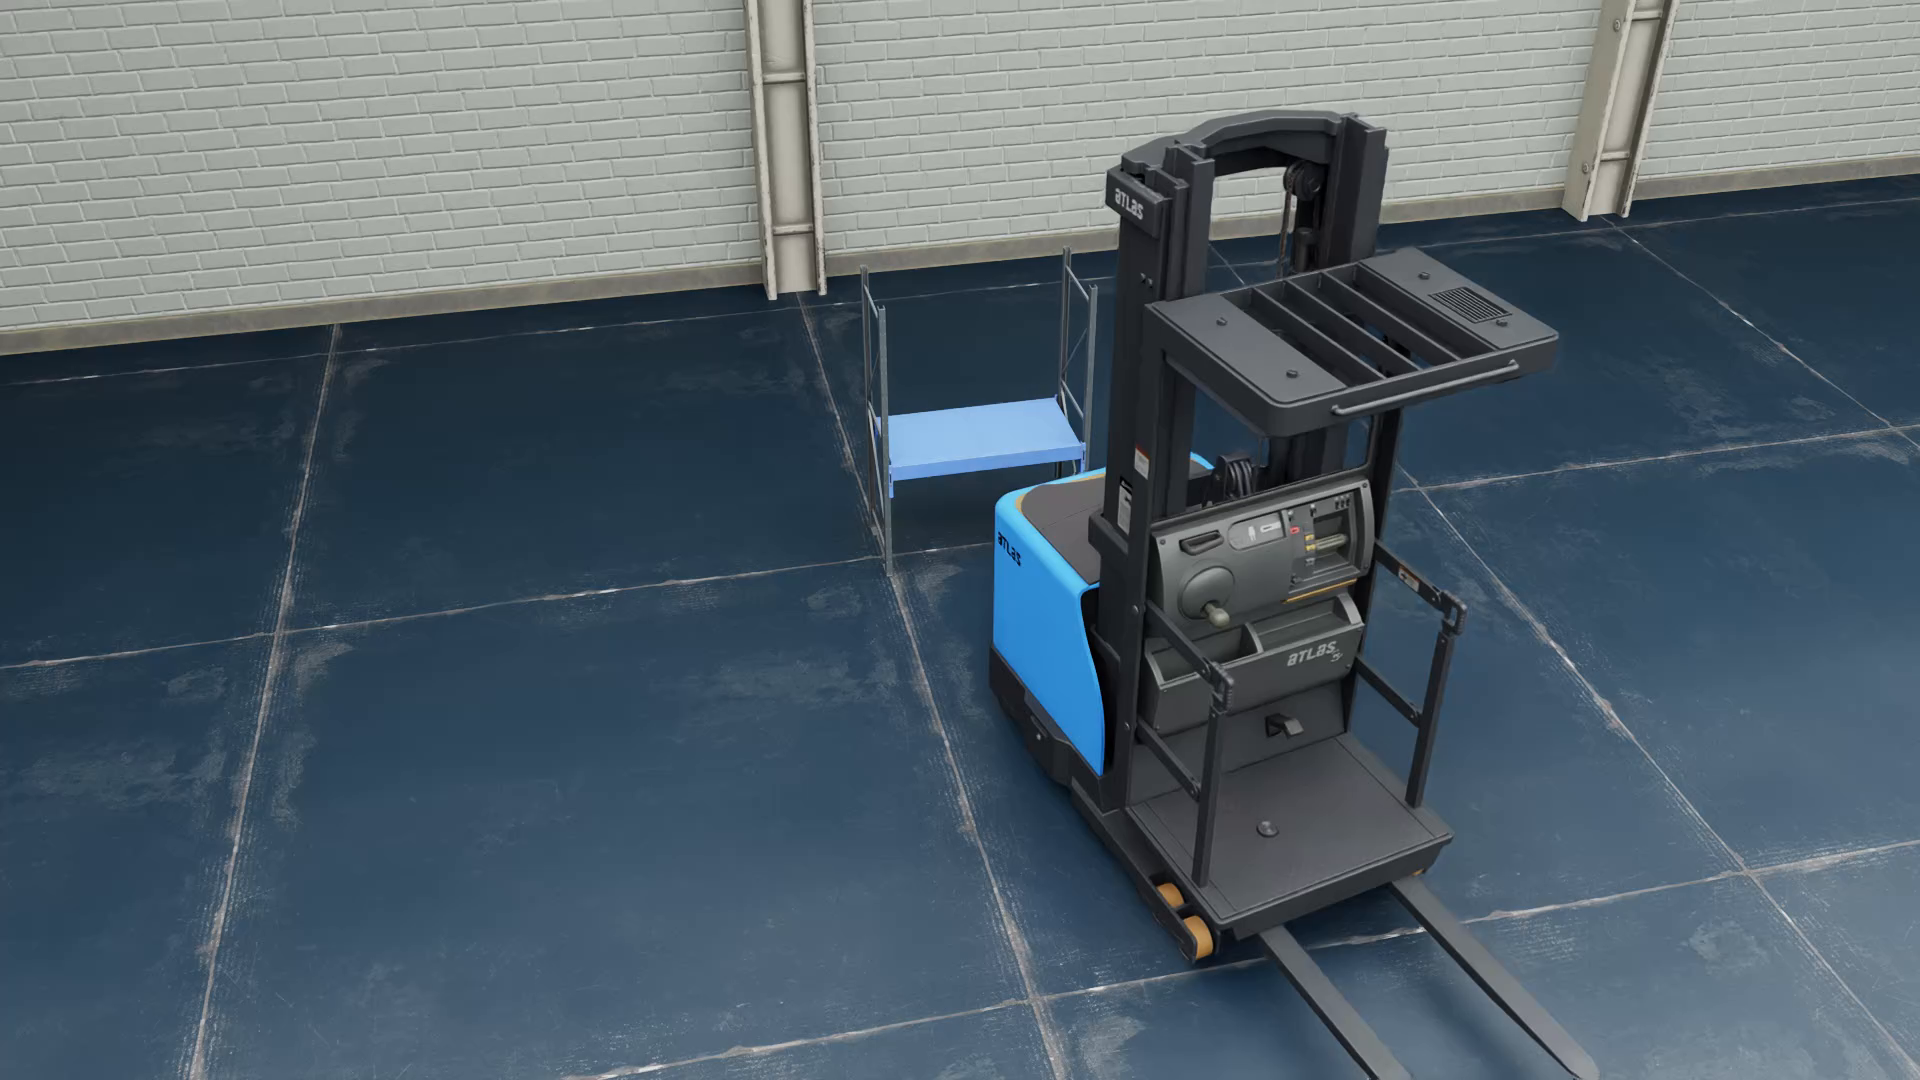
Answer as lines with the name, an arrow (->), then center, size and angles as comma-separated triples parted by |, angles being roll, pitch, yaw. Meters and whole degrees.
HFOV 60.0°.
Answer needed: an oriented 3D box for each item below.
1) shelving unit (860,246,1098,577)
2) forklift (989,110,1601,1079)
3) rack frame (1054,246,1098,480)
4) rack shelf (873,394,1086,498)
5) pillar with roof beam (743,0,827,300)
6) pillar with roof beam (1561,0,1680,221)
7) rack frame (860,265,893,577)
shelving unit -> 0.083, -0.633, 8.348 | 1.048, 1.500, 0.538 | -7, 35, -11
forklift -> 1.223, 0.107, 5.960 | 1.130, 2.935, 3.031 | -15, 37, -21
rack frame -> 0.579, -0.696, 8.441 | 0.032, 1.500, 0.500 | -7, 35, -11
rack shelf -> 0.083, -0.484, 8.448 | 1.000, 0.185, 0.538 | -7, 35, -11
pillar with roof beam -> -0.174, -3.114, 5.314 | 0.400, 9.000, 9.100 | -7, 35, -11
pillar with roof beam -> 5.678, -3.851, 6.413 | 0.400, 9.000, 9.100 | -7, 35, -11
rack frame -> -0.413, -0.571, 8.255 | 0.032, 1.500, 0.500 | -7, 35, -11
